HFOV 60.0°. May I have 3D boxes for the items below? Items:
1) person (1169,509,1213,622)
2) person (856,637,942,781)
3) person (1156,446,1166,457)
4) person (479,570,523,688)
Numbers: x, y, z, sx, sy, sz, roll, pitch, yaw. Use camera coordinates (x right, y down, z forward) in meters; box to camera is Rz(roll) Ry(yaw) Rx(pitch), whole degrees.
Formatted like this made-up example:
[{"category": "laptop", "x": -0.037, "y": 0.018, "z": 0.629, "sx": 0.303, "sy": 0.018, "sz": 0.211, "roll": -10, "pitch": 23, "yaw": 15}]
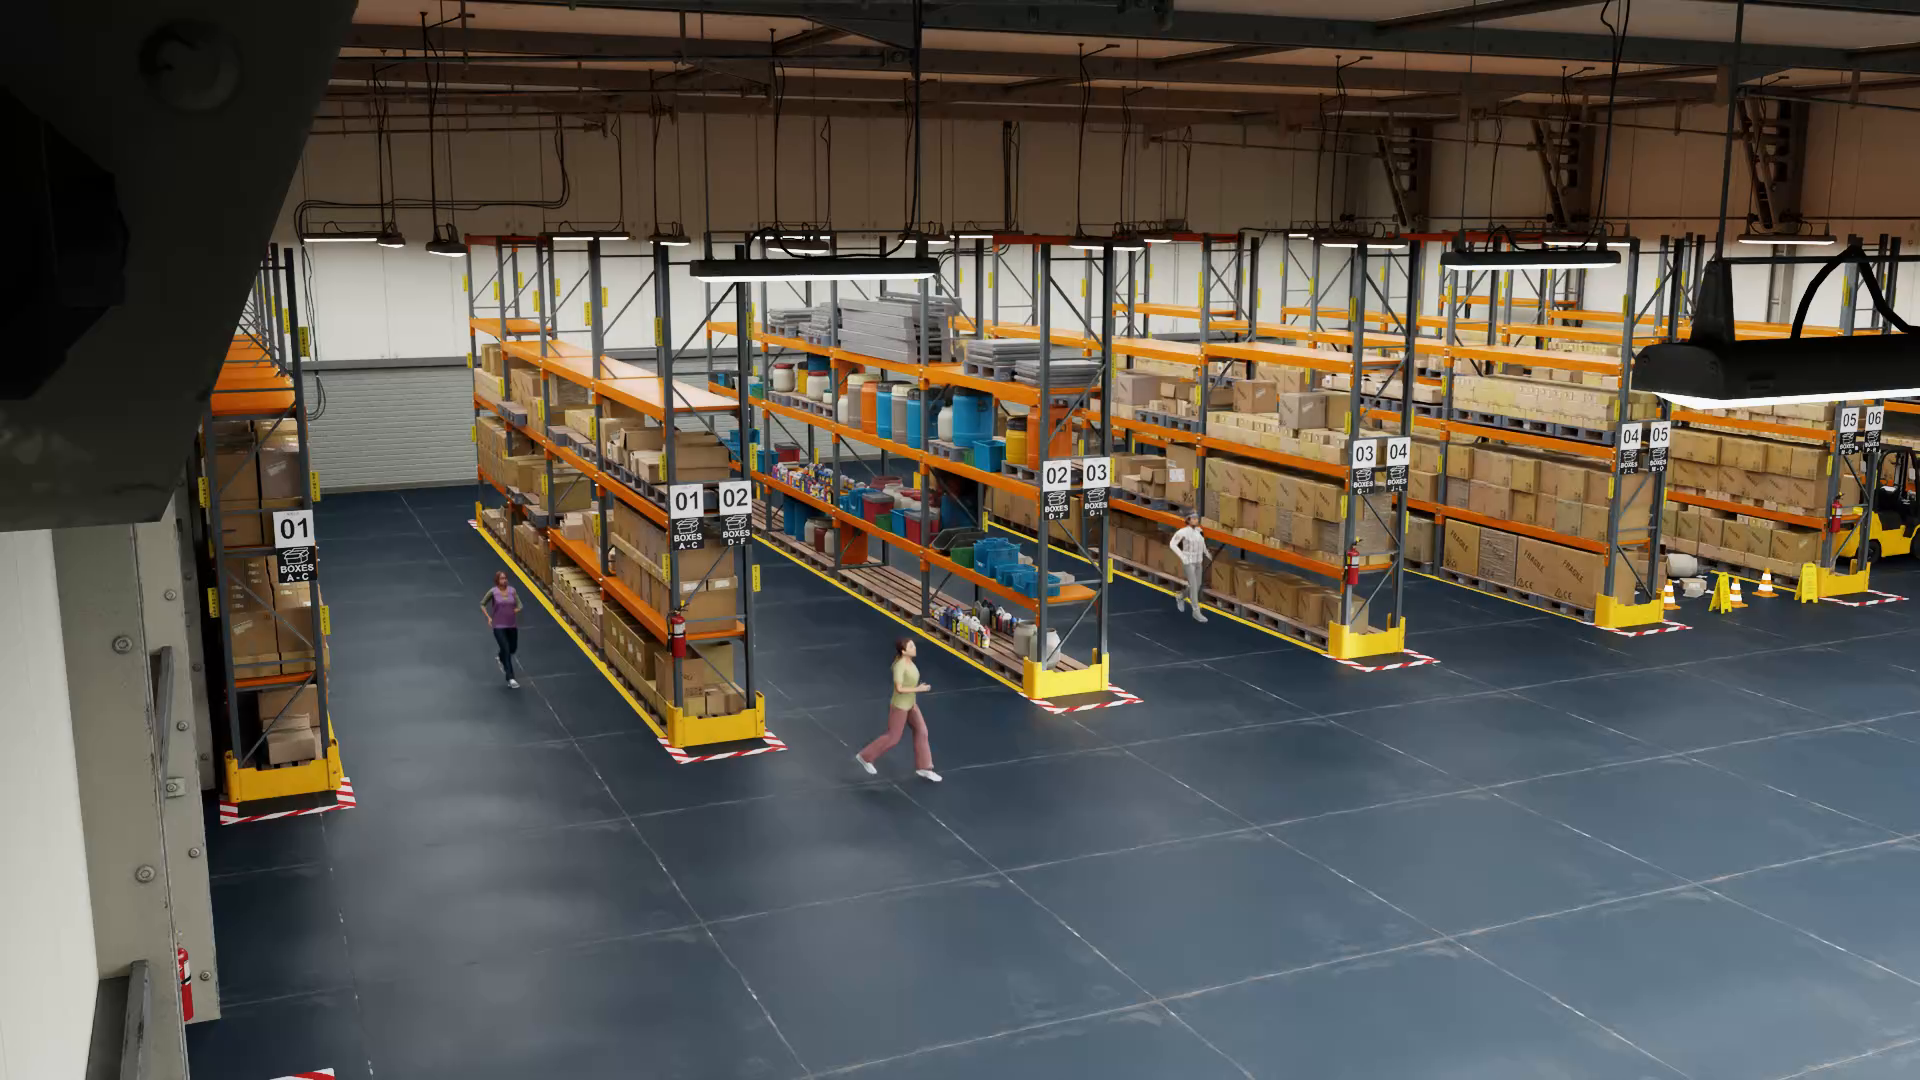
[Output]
[{"category": "person", "x": 3.528, "y": 0.358, "z": 25.397, "sx": 0.618, "sy": 1.693, "sz": 0.717, "roll": -8, "pitch": 13, "yaw": -35}, {"category": "person", "x": -0.688, "y": 1.909, "z": 18.887, "sx": 0.971, "sy": 1.684, "sz": 0.583, "roll": 3, "pitch": 11, "yaw": 14}, {"category": "person", "x": 5.131, "y": -2.543, "z": 41.731, "sx": 0.748, "sy": 1.733, "sz": 0.956, "roll": -7, "pitch": 13, "yaw": -33}, {"category": "person", "x": -6.257, "y": 1.198, "z": 22.800, "sx": 0.545, "sy": 1.552, "sz": 0.857, "roll": -8, "pitch": 14, "yaw": -35}]
